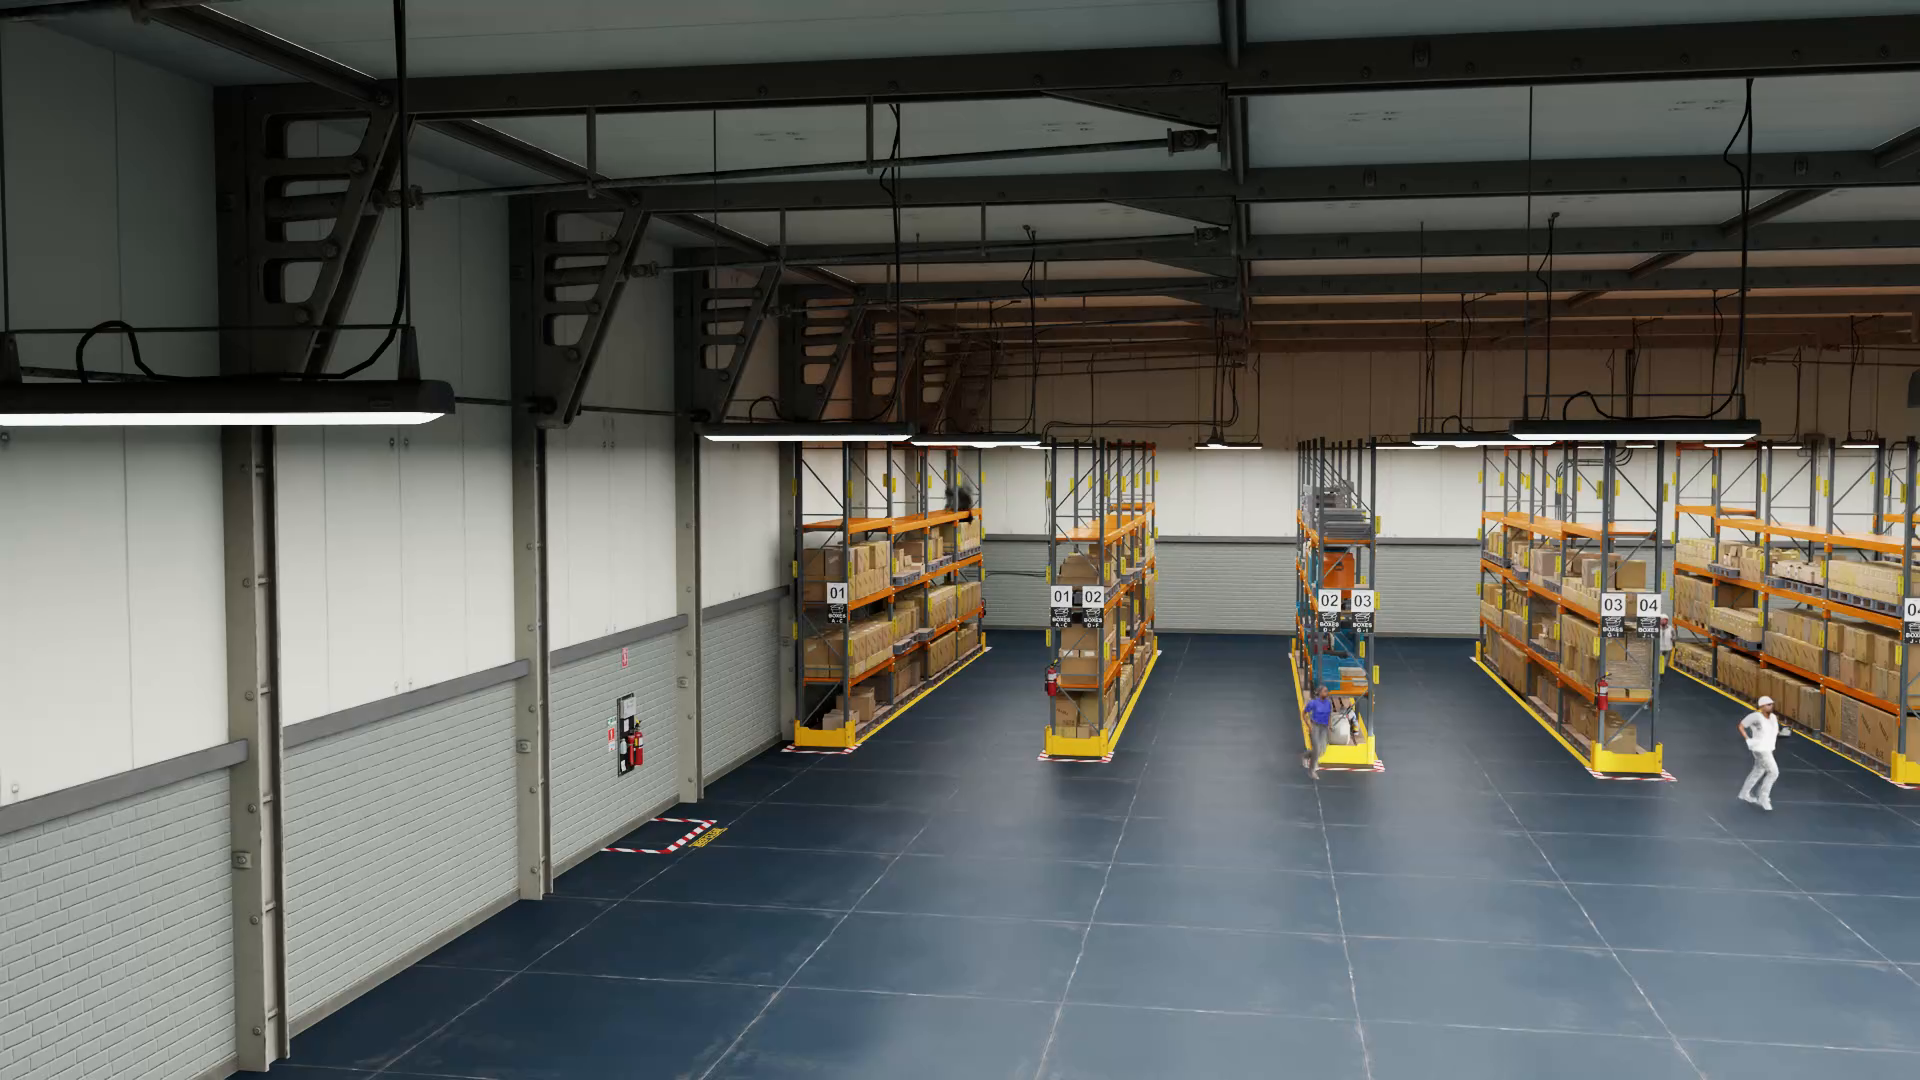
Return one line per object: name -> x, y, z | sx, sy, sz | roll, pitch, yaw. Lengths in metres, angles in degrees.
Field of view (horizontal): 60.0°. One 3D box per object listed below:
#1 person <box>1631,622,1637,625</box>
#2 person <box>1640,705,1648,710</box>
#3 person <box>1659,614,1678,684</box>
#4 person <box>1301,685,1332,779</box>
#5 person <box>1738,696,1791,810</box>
person -> 17.782, 2.603, 44.331 | 0.577, 1.589, 0.820 | 2, 4, 38
person -> 15.240, 2.929, 37.307 | 0.607, 1.658, 0.849 | 0, 3, 2
person -> 17.232, 2.698, 40.719 | 0.631, 1.788, 0.704 | 1, 3, 11
person -> 6.328, 3.380, 29.503 | 0.618, 1.619, 0.629 | -1, 3, -26
person -> 12.964, 3.429, 26.813 | 0.644, 1.844, 0.762 | -3, 4, -40
